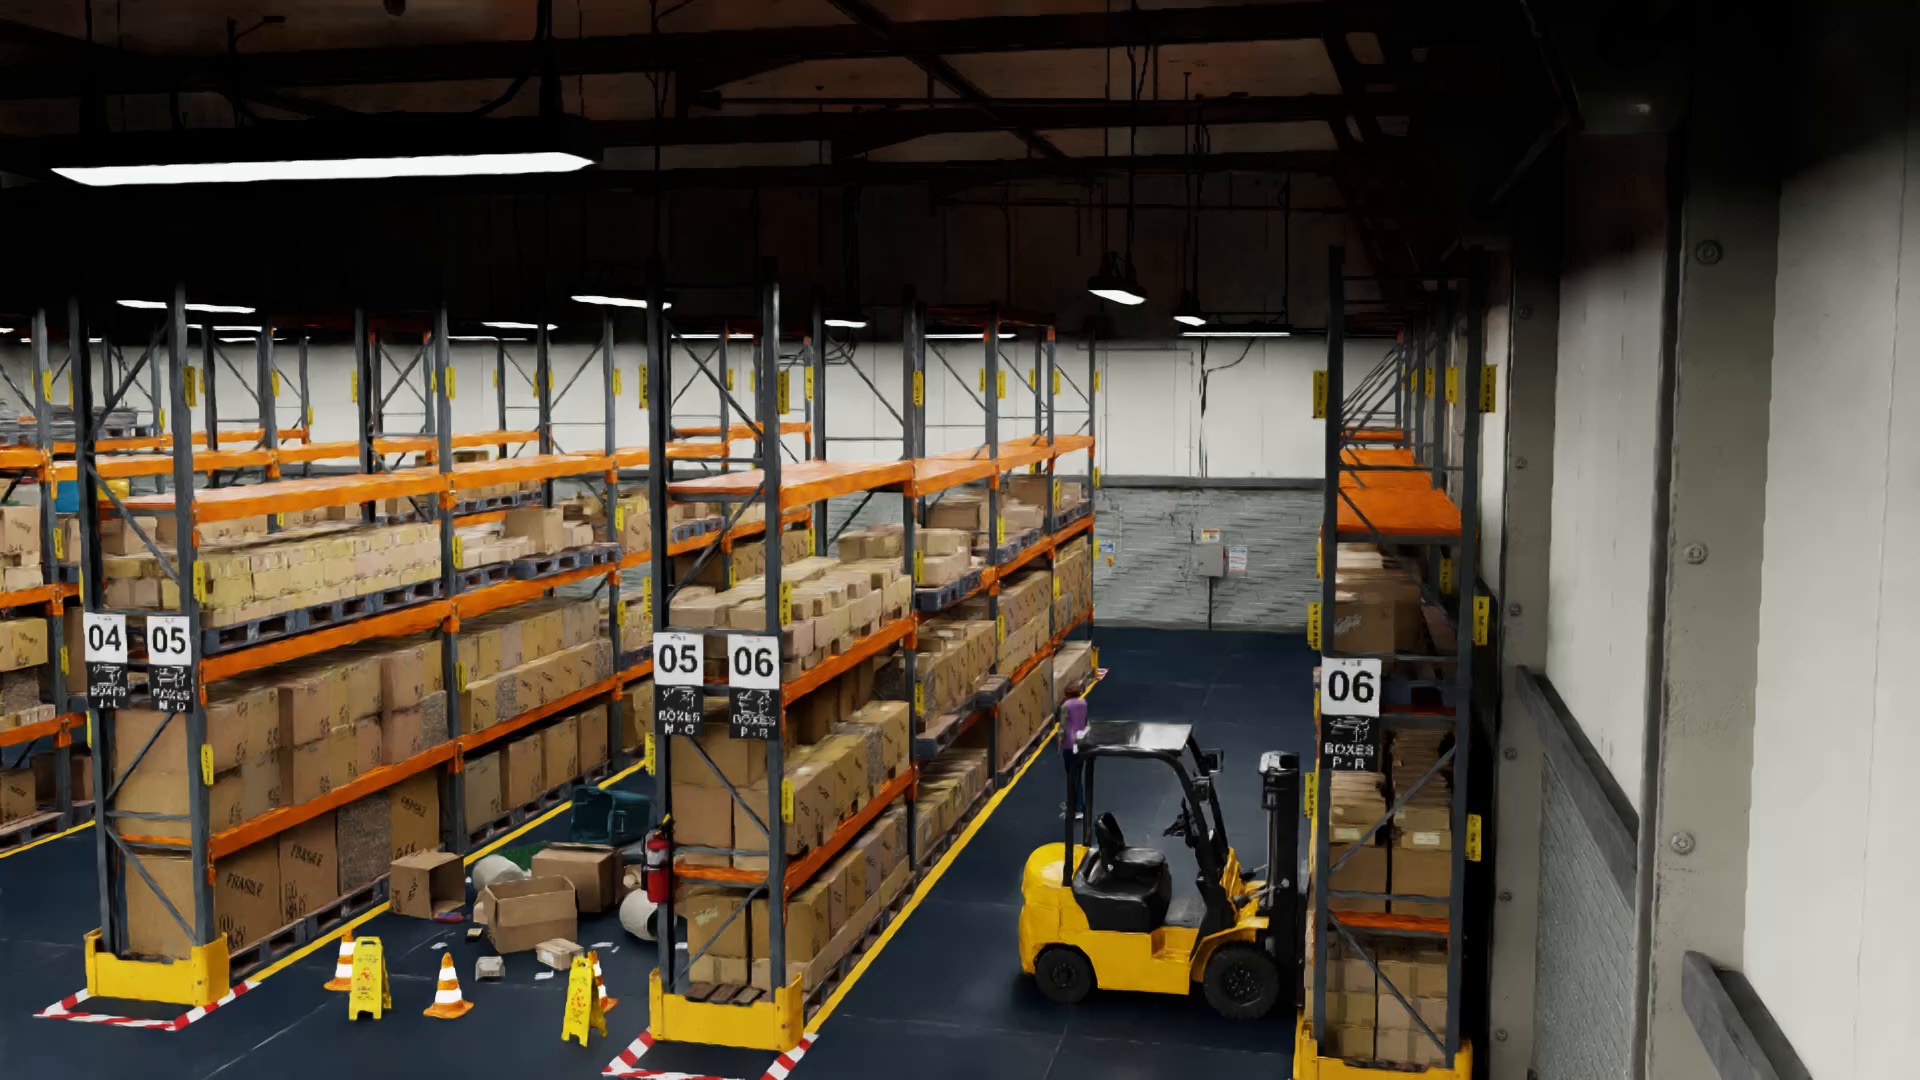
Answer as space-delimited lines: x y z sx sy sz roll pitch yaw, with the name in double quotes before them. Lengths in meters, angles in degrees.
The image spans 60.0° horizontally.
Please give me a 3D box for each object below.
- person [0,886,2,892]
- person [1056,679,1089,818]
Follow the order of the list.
"person" -9.441 2.705 15.675 0.577 1.638 0.942 2 6 15
"person" 1.309 2.405 19.357 0.523 1.591 0.527 -6 8 -44
